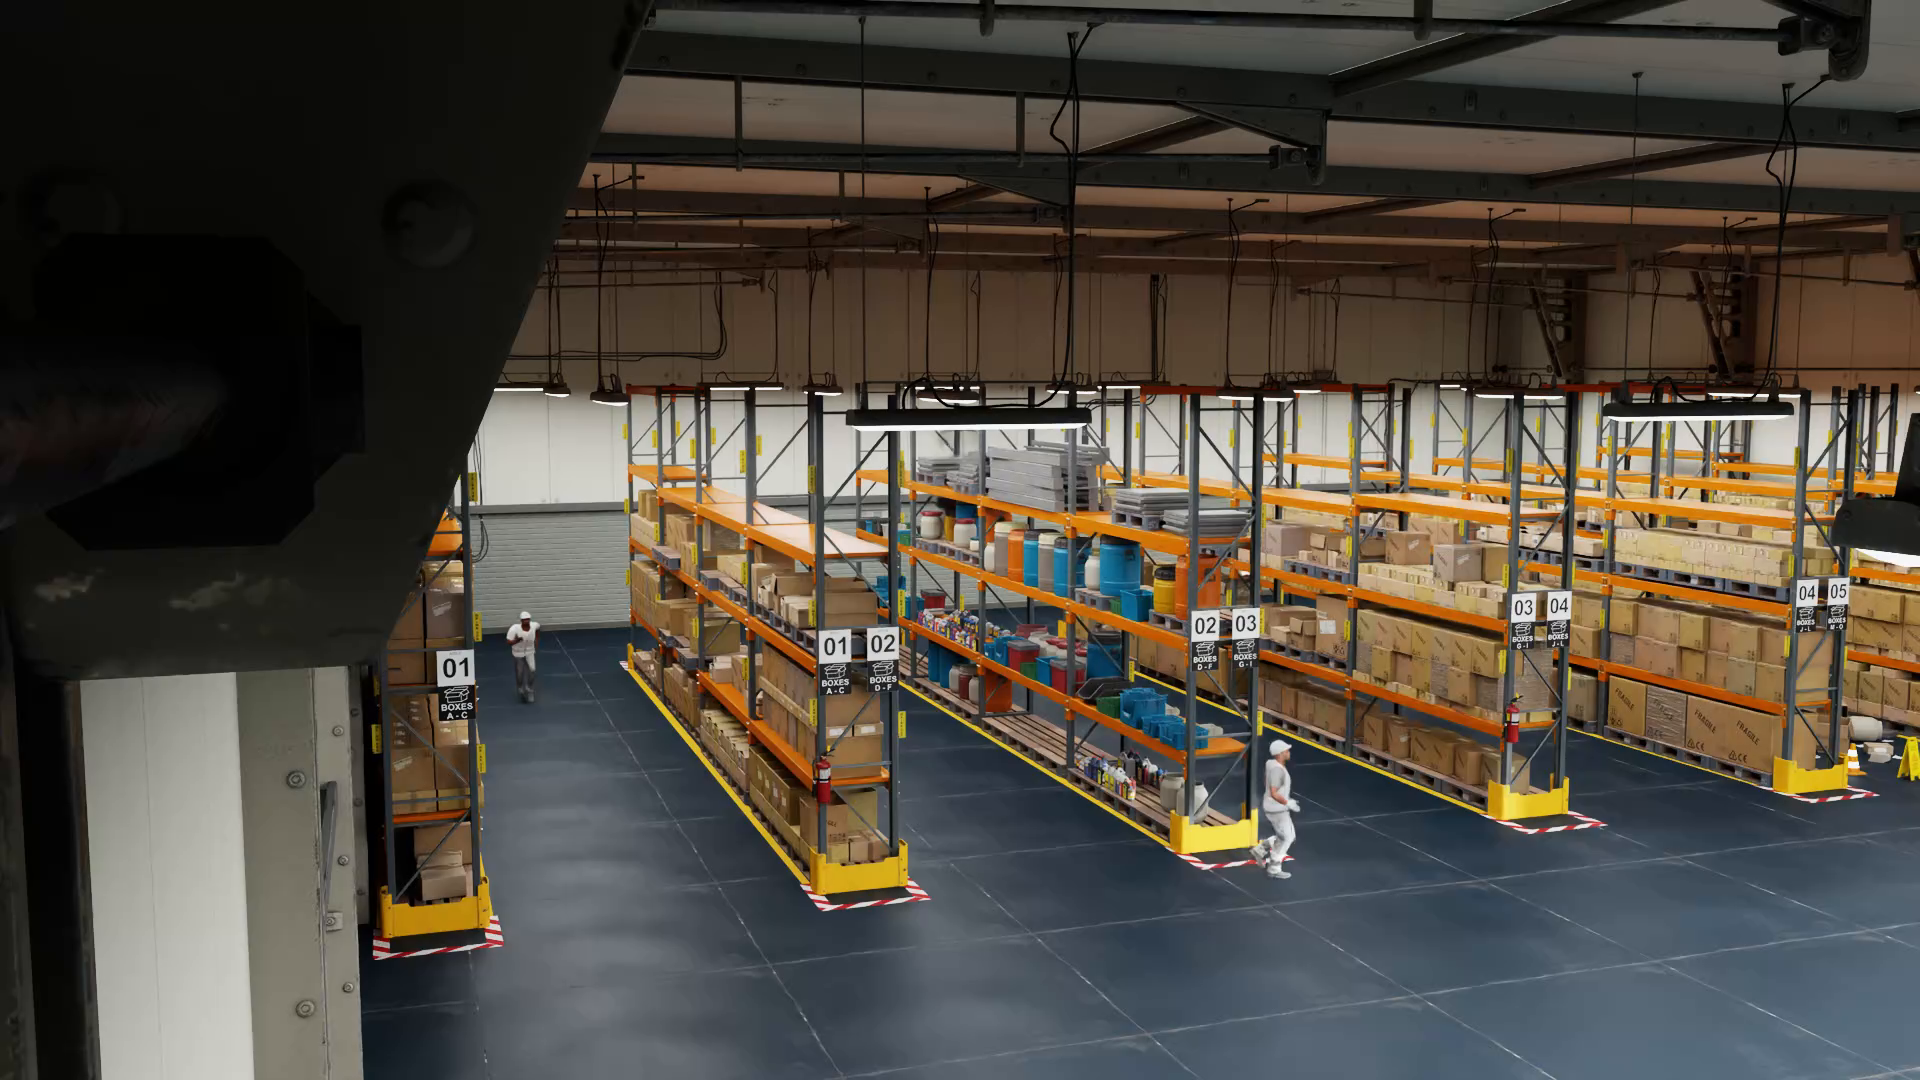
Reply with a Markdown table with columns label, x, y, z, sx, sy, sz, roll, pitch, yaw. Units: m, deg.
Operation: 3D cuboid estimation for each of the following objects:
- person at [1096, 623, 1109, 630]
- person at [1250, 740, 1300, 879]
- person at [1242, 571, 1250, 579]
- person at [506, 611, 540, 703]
| label | x | y | z | sx | sy | sz | roll | pitch | yaw |
| --- | --- | --- | --- | --- | --- | --- | --- | --- | --- |
| person | 2.704 | 2.333 | 30.860 | 0.612 | 1.658 | 0.548 | -3 | 7 | -29 |
| person | 3.903 | 3.338 | 20.592 | 0.597 | 1.745 | 0.663 | 1 | 6 | 9 |
| person | 6.481 | 1.570 | 37.785 | 0.646 | 1.827 | 0.681 | -3 | 6 | -24 |
| person | -8.315 | 2.203 | 31.686 | 0.683 | 1.749 | 0.928 | -3 | 6 | -24 |
